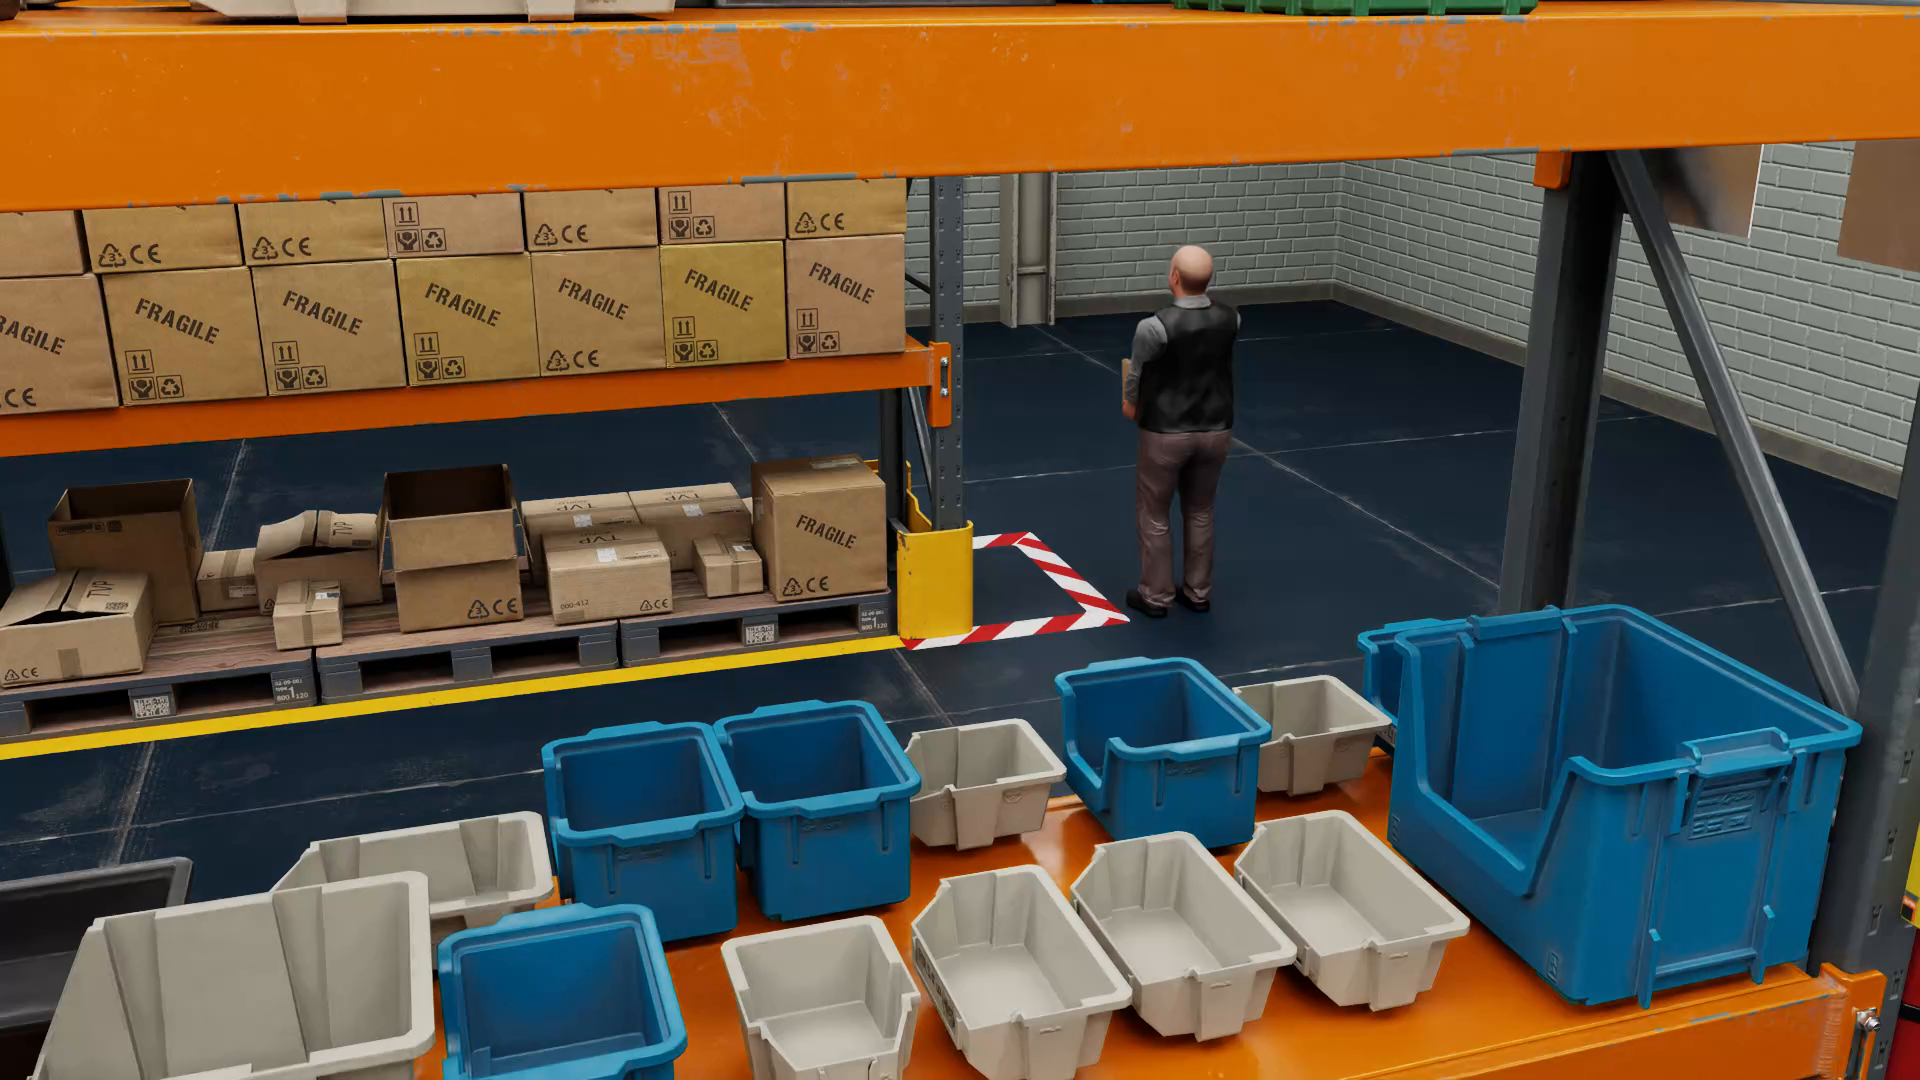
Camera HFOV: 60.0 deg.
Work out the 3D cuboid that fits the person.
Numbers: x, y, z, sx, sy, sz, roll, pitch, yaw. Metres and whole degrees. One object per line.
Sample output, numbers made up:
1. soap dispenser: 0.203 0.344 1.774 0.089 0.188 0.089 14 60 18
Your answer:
1. person: 0.959 -0.500 7.559 0.495 1.716 0.554 -7 20 -19
